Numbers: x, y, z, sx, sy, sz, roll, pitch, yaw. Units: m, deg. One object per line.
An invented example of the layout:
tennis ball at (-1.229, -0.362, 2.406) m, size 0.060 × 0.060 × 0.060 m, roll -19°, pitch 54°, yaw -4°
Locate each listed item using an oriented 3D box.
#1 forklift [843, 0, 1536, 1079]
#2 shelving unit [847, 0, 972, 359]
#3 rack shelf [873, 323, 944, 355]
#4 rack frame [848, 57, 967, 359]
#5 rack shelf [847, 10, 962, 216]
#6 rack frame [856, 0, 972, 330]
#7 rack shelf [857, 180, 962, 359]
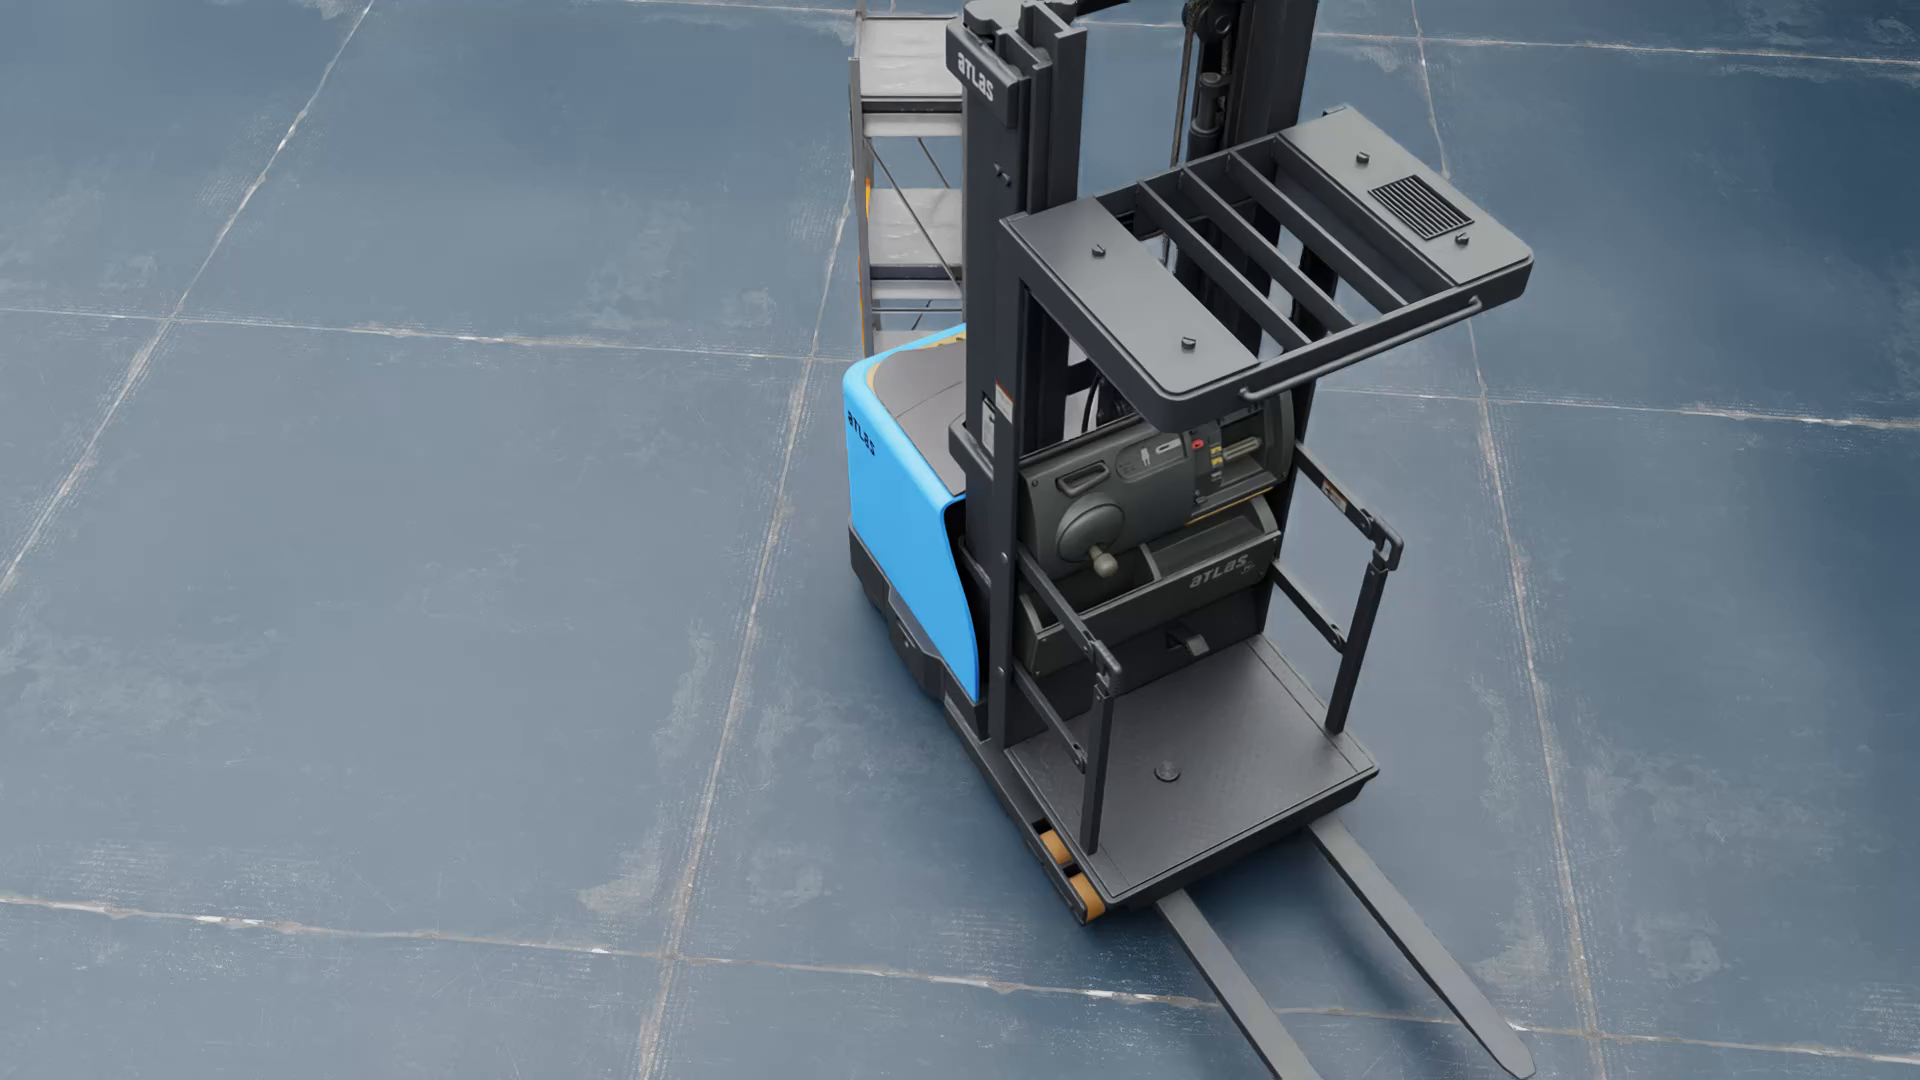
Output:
forklift at (0.718, -0.097, 4.879) m, size 1.130 × 2.935 × 3.031 m, roll -22°, pitch 51°, yaw -19°
shelving unit at (-0.158, -1.020, 6.286) m, size 0.431 × 2.100 × 0.503 m, roll 0°, pitch 48°, yaw 0°
rack shelf at (-0.158, -0.538, 6.812) m, size 0.431 × 0.518 × 0.480 m, roll 0°, pitch 48°, yaw 0°
rack frame at (-0.159, -0.840, 6.121) m, size 0.400 × 2.100 × 0.015 m, roll 0°, pitch 48°, yaw 0°
rack shelf at (-0.158, -1.483, 5.779) m, size 0.431 × 0.518 × 0.480 m, roll 0°, pitch 48°, yaw 0°
rack frame at (-0.158, -1.200, 6.450) m, size 0.400 × 2.100 × 0.015 m, roll 0°, pitch 48°, yaw 0°
rack shelf at (-0.158, -1.010, 6.296) m, size 0.431 × 0.518 × 0.480 m, roll 0°, pitch 48°, yaw 0°
